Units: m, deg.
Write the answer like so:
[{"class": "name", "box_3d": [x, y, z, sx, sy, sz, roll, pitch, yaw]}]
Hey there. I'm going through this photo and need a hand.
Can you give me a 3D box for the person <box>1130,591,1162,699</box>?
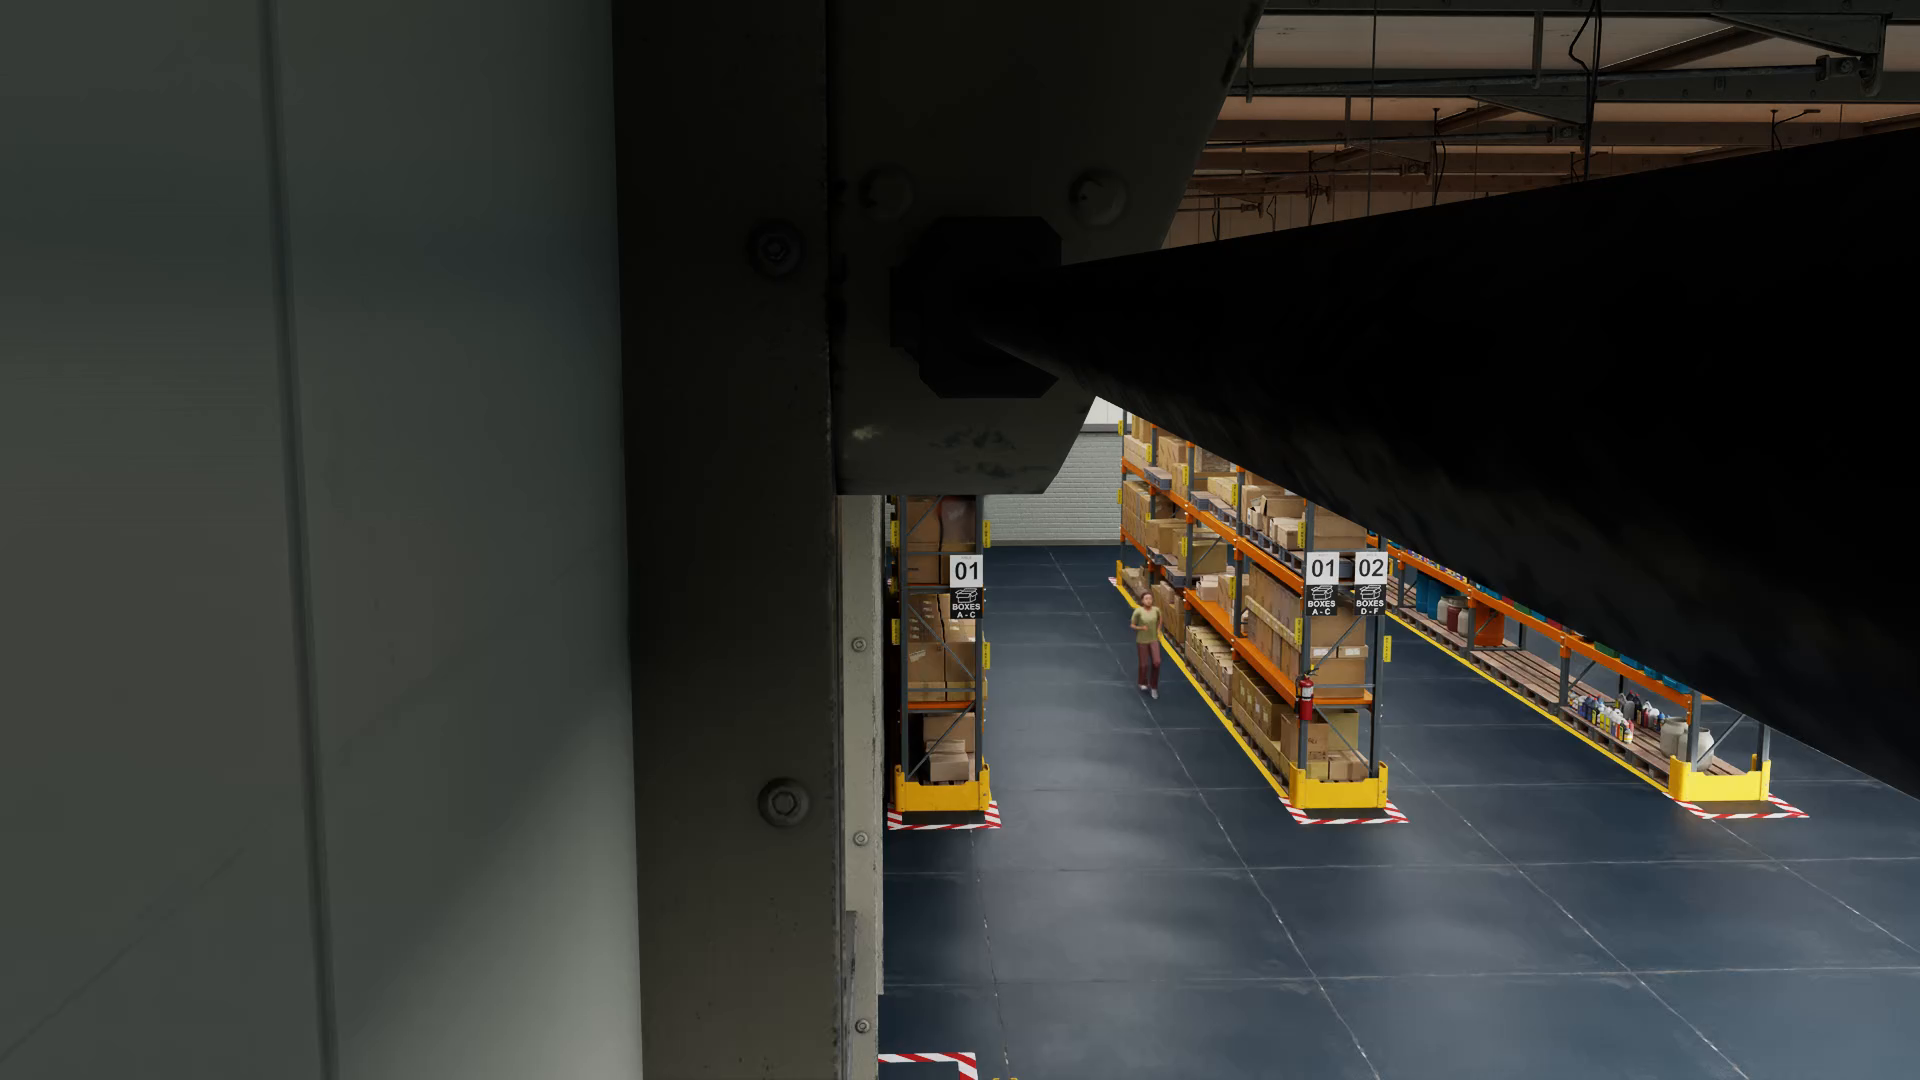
[{"class": "person", "box_3d": [2.960, 1.647, 26.311, 0.556, 1.710, 0.711, -1, 8, -5]}]
